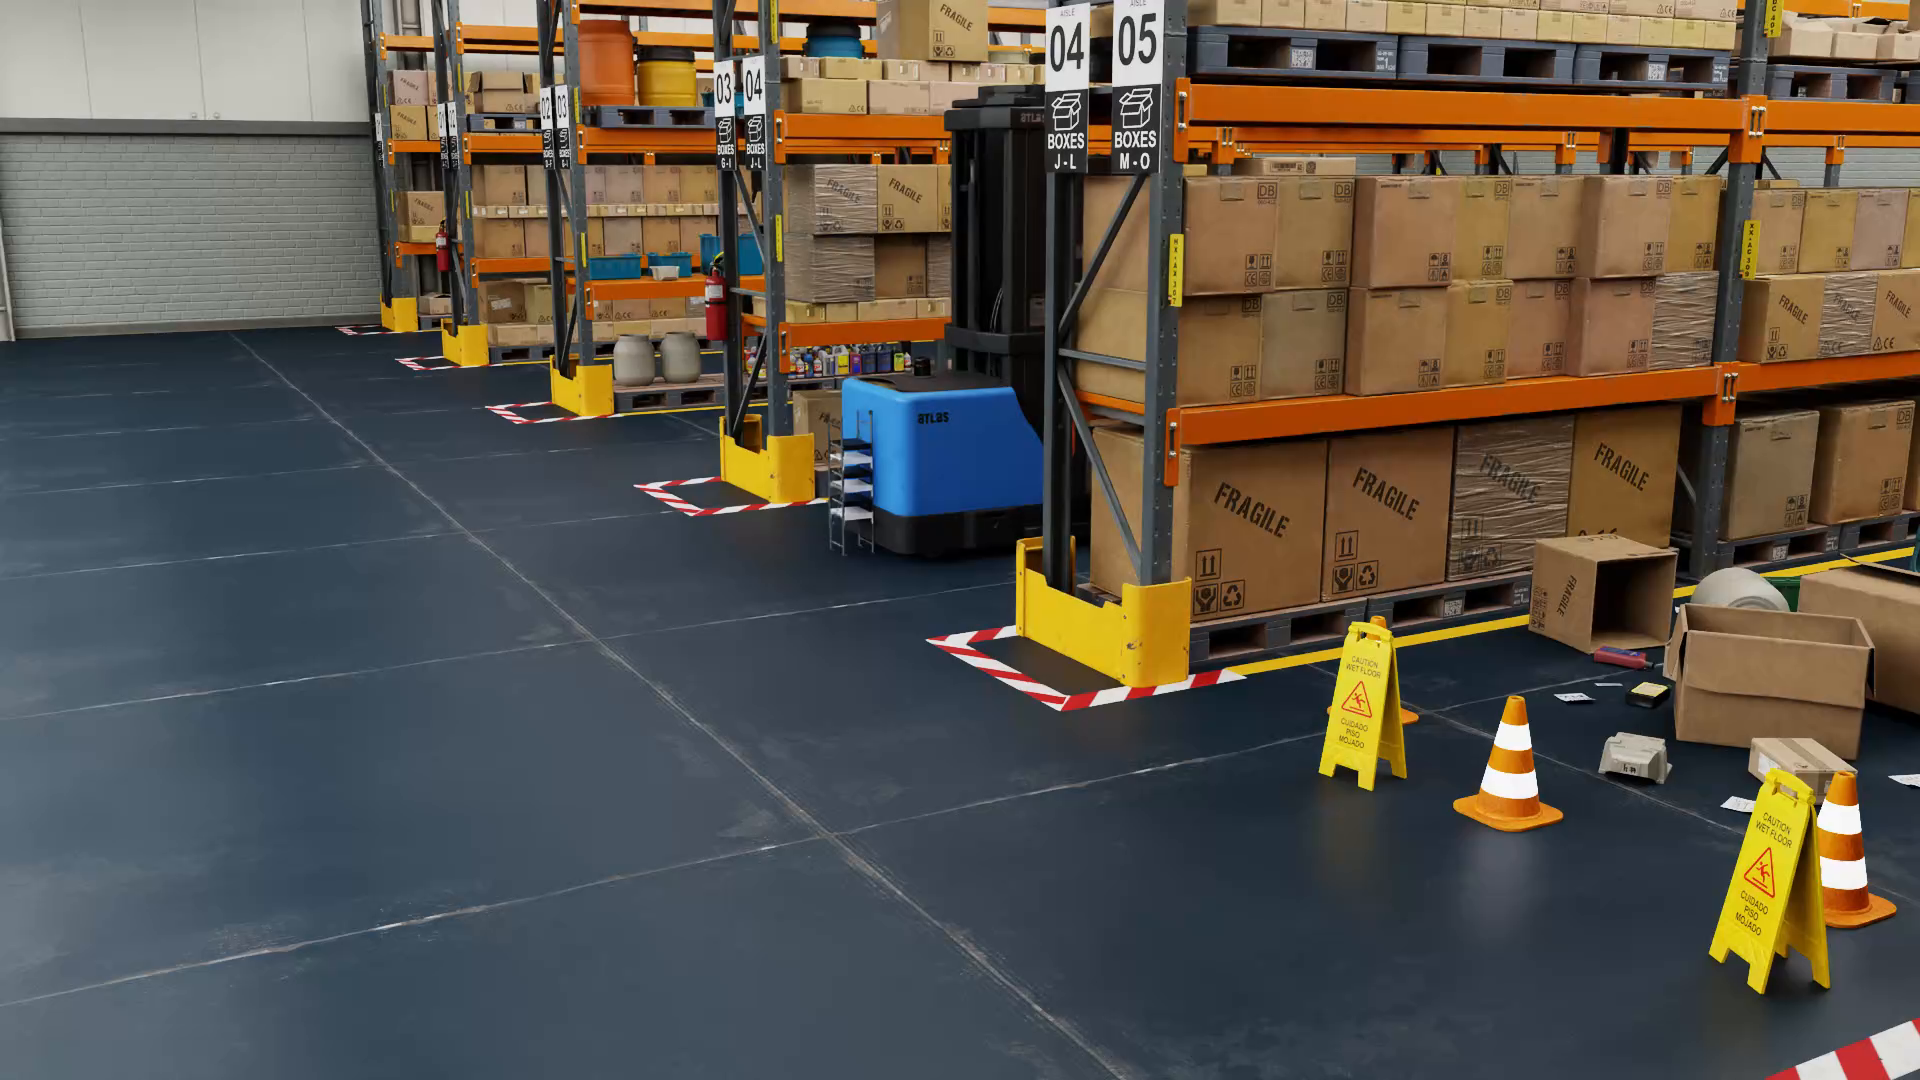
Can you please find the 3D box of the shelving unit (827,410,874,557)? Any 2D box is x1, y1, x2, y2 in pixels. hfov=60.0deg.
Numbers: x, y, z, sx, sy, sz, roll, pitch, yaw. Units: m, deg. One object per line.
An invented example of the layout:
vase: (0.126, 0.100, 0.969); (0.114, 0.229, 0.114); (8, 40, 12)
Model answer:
shelving unit: (-0.702, -0.363, 10.673); (0.210, 0.900, 0.258); (-6, 14, -26)

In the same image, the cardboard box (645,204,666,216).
cardboard box: (-4.044, -4.341, 21.859); (0.250, 0.149, 0.380); (-6, 14, -26)

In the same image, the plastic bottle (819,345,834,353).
plastic bottle: (-1.495, -2.121, 18.733); (0.185, 0.351, 0.144); (-8, 15, -30)

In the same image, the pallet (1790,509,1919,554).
pallet: (5.952, -0.167, 11.371); (1.213, 0.211, 1.003); (-7, 14, -28)

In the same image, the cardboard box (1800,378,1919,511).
cardboard box: (6.406, -0.691, 11.517); (0.750, 0.750, 1.050); (-7, 14, -27)

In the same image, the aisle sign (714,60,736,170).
aisle sign: (-1.758, -3.168, 12.432); (0.004, 0.787, 0.394); (-7, 14, -28)

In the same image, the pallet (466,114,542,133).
pallet: (-5.670, -5.247, 20.963); (1.213, 0.211, 1.003); (-7, 14, -28)

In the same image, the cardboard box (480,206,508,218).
cardboard box: (-5.856, -4.123, 20.891); (0.250, 0.149, 0.380); (-7, 14, -28)

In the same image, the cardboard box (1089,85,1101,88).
cardboard box: (0.768, -3.453, 13.132); (0.500, 0.250, 0.500); (-7, 14, -28)

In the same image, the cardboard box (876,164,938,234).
cardboard box: (-0.505, -2.587, 12.588); (0.500, 0.500, 0.500); (-7, 14, -28)

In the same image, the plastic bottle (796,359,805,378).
plastic bottle: (-1.717, -1.840, 17.824); (0.097, 0.201, 0.097); (0, 13, 0)

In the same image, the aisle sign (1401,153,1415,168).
aisle sign: (7.660, -6.773, 28.452); (0.004, 0.787, 0.394); (-7, 14, -28)

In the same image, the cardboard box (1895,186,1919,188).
cardboard box: (6.458, -2.107, 11.133); (0.500, 0.500, 0.700); (-7, 14, -29)

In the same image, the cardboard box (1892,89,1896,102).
cardboard box: (10.105, -5.026, 18.367); (0.500, 0.500, 0.700); (-6, 14, -25)

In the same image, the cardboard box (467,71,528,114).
cardboard box: (-5.797, -5.604, 20.837); (0.637, 0.503, 0.797); (-6, 14, -24)

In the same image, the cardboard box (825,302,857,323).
cardboard box: (-0.967, -1.732, 12.547); (0.250, 0.149, 0.380); (-7, 14, -28)

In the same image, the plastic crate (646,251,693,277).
plastic crate: (-3.065, -2.908, 17.536); (0.408, 0.251, 0.499); (-7, 14, -28)

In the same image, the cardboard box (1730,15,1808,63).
cardboard box: (4.782, -3.052, 10.162); (0.500, 0.250, 0.500); (-7, 14, -27)

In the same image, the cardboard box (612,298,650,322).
cardboard box: (-4.408, -3.158, 21.907); (0.500, 0.500, 0.500); (-7, 14, -28)

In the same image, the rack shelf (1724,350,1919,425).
rack shelf: (5.994, -1.162, 11.079); (4.000, 0.370, 1.077); (-7, 14, -28)

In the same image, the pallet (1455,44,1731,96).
pallet: (3.516, -2.639, 9.372); (1.213, 0.211, 1.003); (-7, 14, -28)

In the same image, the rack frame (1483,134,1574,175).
rack frame: (5.462, -2.690, 16.229); (0.127, 3.000, 1.000); (-7, 14, -28)

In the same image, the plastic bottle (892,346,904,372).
plastic bottle: (-0.687, -1.999, 18.343); (0.133, 0.283, 0.061); (-6, 14, -25)

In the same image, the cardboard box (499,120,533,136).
cardboard box: (-6.865, -6.386, 25.550); (0.500, 0.500, 0.500); (-6, 14, -24)

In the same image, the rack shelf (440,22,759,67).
rack shelf: (-4.548, -6.349, 21.374); (4.000, 0.370, 1.077); (-7, 14, -28)

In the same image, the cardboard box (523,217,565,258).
cardboard box: (-5.429, -3.909, 21.420); (0.500, 0.500, 0.700); (-6, 14, -26)

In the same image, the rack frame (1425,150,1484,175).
rack frame: (6.600, -4.065, 22.341); (0.127, 3.000, 1.000); (-7, 14, -28)

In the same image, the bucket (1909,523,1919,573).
bucket: (5.224, 0.012, 8.220); (0.620, 0.611, 0.726); (8, 11, -11)

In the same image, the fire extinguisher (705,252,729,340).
fire extinguisher: (-1.881, -1.887, 12.839); (0.183, 0.674, 0.296); (-7, 14, -28)

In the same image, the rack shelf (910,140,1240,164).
rack shelf: (1.333, -4.546, 19.285); (4.000, 0.370, 1.077); (-7, 14, -28)

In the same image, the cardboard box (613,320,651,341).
cardboard box: (-4.409, -2.792, 21.990); (0.500, 0.250, 0.500); (-7, 14, -28)

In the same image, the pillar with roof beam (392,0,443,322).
pillar with roof beam: (-6.418, -7.049, 21.937); (0.400, 9.000, 9.100); (-7, 14, -28)

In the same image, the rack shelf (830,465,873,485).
rack shelf: (-0.702, -0.418, 10.661); (0.200, 0.077, 0.258); (-6, 14, -26)

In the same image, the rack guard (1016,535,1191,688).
rack guard: (0.707, 0.340, 8.458); (0.348, 0.500, 1.175); (-7, 14, -28)

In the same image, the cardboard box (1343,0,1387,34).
cardboard box: (1.848, -2.530, 8.077); (0.250, 0.149, 0.380); (-7, 14, -27)

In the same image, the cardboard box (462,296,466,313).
cardboard box: (-7.529, -3.730, 25.974); (0.500, 0.311, 0.500); (-6, 14, -23)

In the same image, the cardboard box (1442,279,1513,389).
cardboard box: (2.501, -1.163, 9.104); (0.500, 0.550, 0.875); (-7, 14, -28)

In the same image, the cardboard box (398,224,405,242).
cardboard box: (-8.363, -4.735, 25.613); (0.500, 0.250, 0.500); (-7, 14, -27)

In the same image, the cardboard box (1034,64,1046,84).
cardboard box: (0.650, -3.624, 12.983); (0.250, 0.149, 0.380); (-6, 14, -25)

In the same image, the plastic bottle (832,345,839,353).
plastic bottle: (-1.399, -2.064, 18.659); (0.097, 0.271, 0.097); (0, 13, 0)

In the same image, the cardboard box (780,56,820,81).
cardboard box: (-1.208, -3.417, 12.064); (0.250, 0.149, 0.380); (-7, 14, -28)

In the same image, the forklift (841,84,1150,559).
forklift: (0.754, -1.513, 11.156); (3.031, 2.935, 1.130); (-6, 14, -26)

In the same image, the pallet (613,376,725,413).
pallet: (-3.173, -1.544, 17.488); (1.213, 0.211, 1.003); (-7, 14, -28)

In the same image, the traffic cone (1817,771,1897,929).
traffic cone: (2.948, 1.005, 5.588); (0.334, 0.463, 0.336); (-7, 14, -28)

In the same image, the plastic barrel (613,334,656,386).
plastic barrel: (-3.392, -1.878, 17.331); (0.421, 0.512, 0.421); (0, 13, 0)

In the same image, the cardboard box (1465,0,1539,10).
cardboard box: (2.603, -2.832, 8.507); (0.500, 0.250, 0.500); (-7, 14, -28)

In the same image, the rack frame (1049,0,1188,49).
rack frame: (0.728, -3.809, 7.537); (0.127, 3.000, 1.000); (-7, 14, -28)

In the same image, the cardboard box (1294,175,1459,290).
cardboard box: (2.067, -1.622, 8.682); (0.550, 0.550, 0.875); (-7, 14, -28)

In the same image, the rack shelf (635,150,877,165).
rack shelf: (-3.414, -6.456, 27.769); (4.000, 0.370, 1.077); (-7, 14, -28)

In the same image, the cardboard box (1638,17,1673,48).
cardboard box: (3.625, -2.743, 9.022); (0.250, 0.149, 0.380); (-7, 14, -27)

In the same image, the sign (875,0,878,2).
sign: (-1.390, -8.871, 27.724); (0.005, 0.325, 0.100); (-7, 14, -28)
